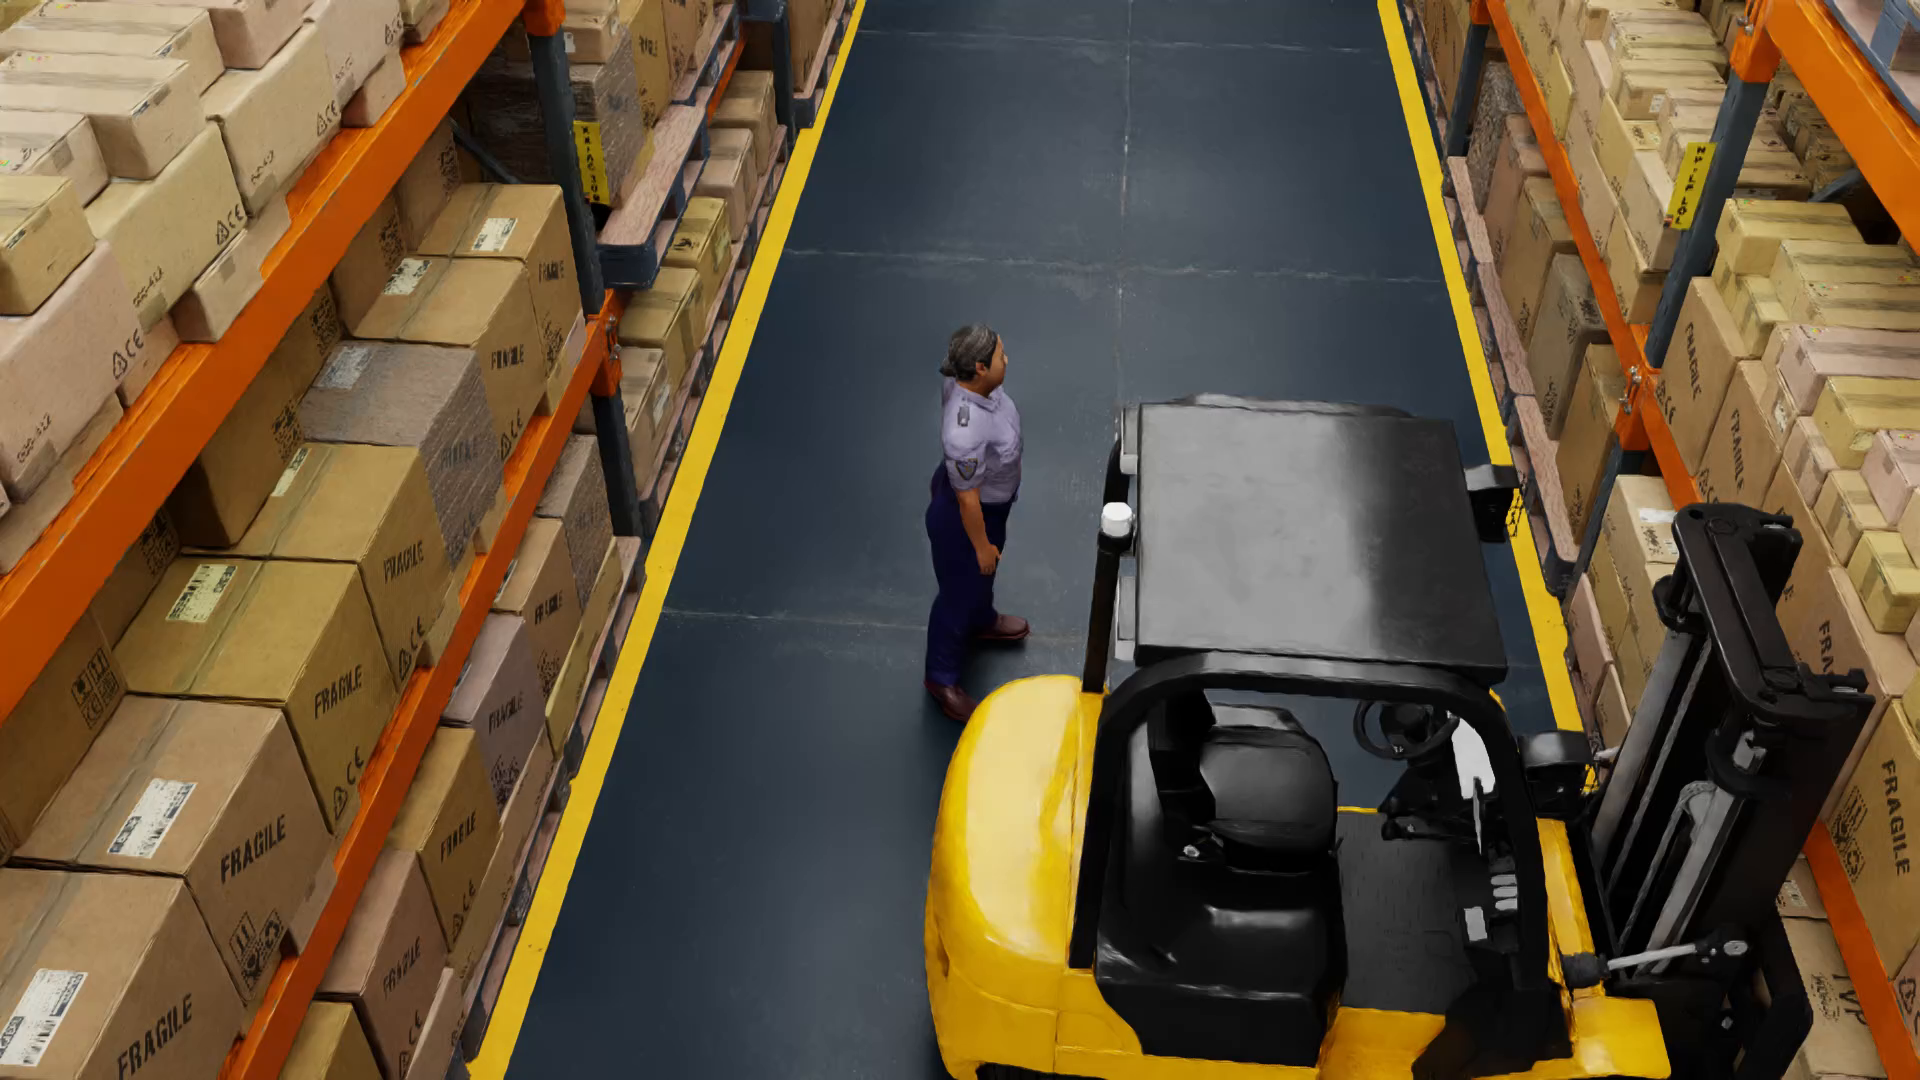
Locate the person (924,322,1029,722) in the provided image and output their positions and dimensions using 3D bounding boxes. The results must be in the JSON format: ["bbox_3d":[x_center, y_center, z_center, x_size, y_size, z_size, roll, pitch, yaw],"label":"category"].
[{"bbox_3d":[0.067,-0.107,6.256,0.401,1.654,0.624,4,40,4],"label":"person"}]
